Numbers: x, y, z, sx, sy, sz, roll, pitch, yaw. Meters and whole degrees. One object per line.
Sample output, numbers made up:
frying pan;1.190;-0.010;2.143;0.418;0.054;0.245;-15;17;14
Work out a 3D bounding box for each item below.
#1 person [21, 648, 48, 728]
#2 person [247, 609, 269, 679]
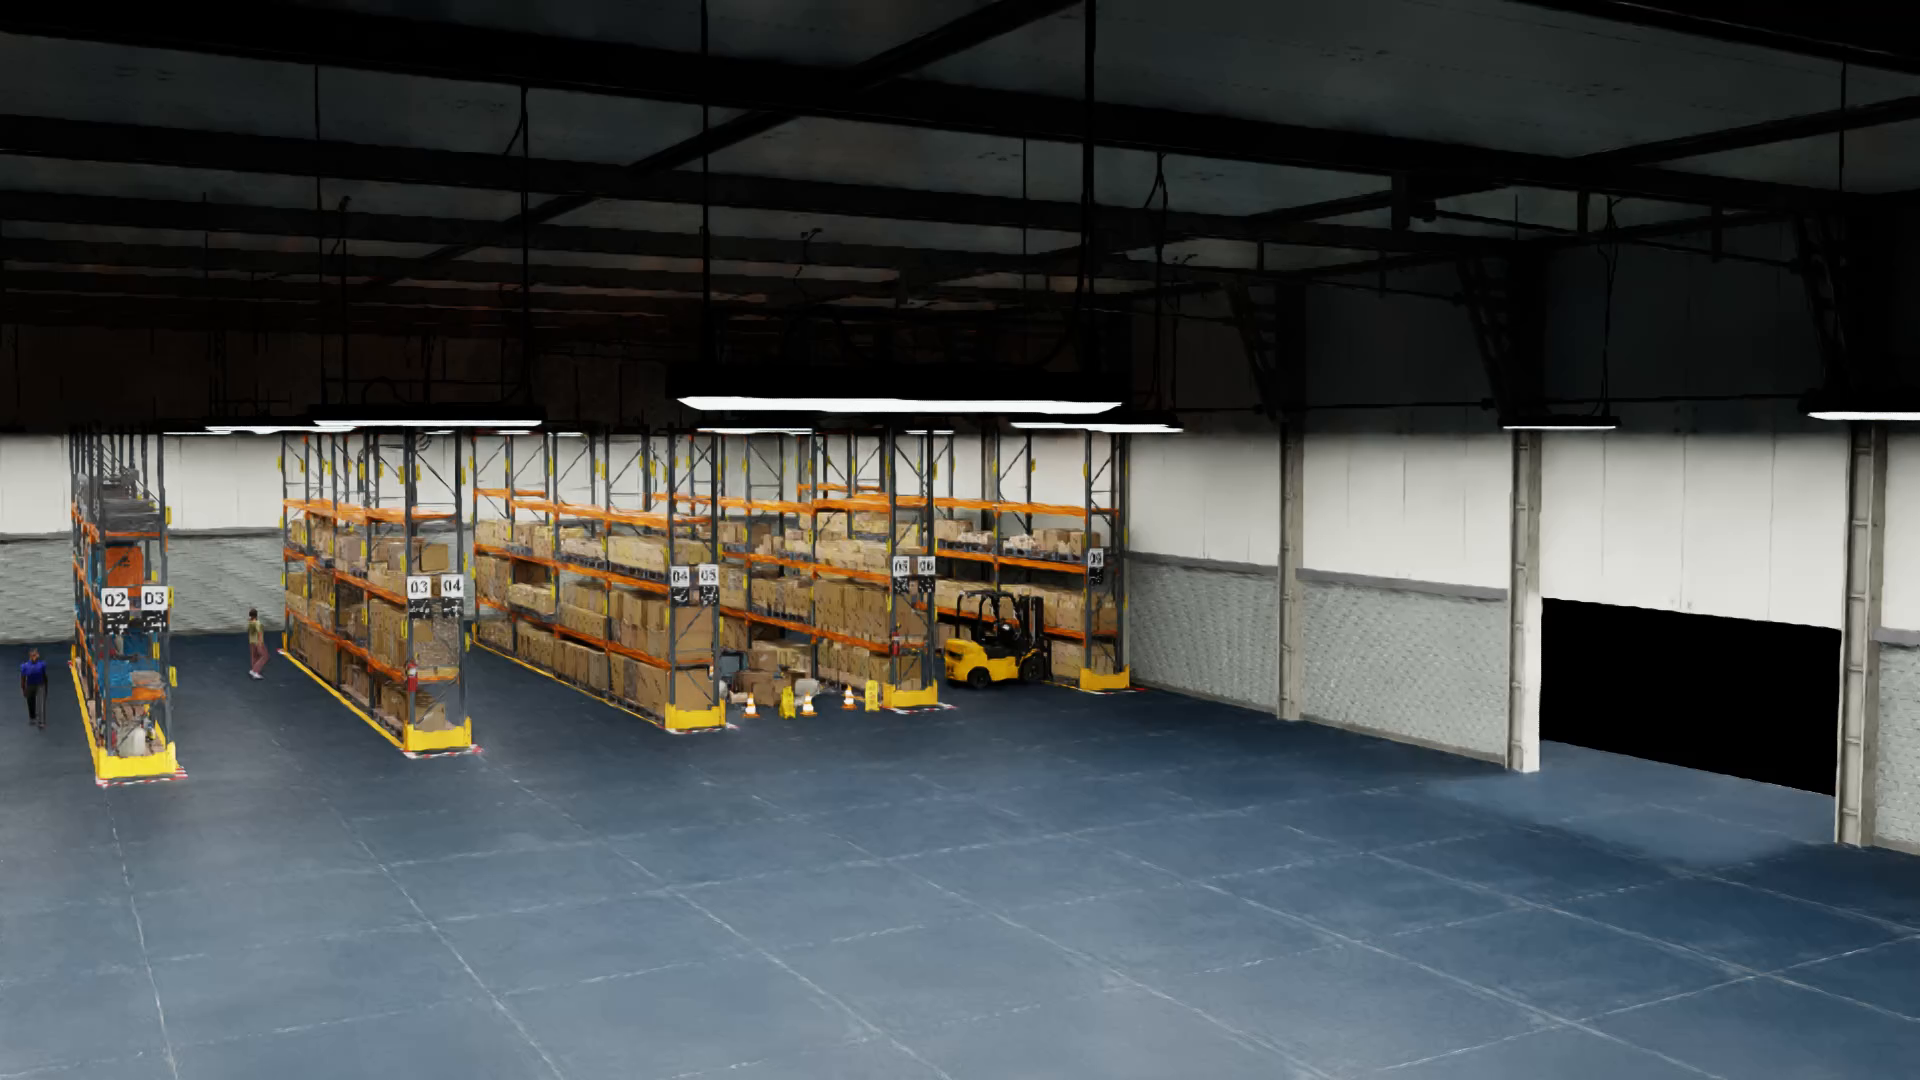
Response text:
person;-18.225;2.902;32.735;0.447;1.560;1.088;-2;4;-27
person;-16.614;2.462;39.245;0.503;1.670;0.431;2;4;30
